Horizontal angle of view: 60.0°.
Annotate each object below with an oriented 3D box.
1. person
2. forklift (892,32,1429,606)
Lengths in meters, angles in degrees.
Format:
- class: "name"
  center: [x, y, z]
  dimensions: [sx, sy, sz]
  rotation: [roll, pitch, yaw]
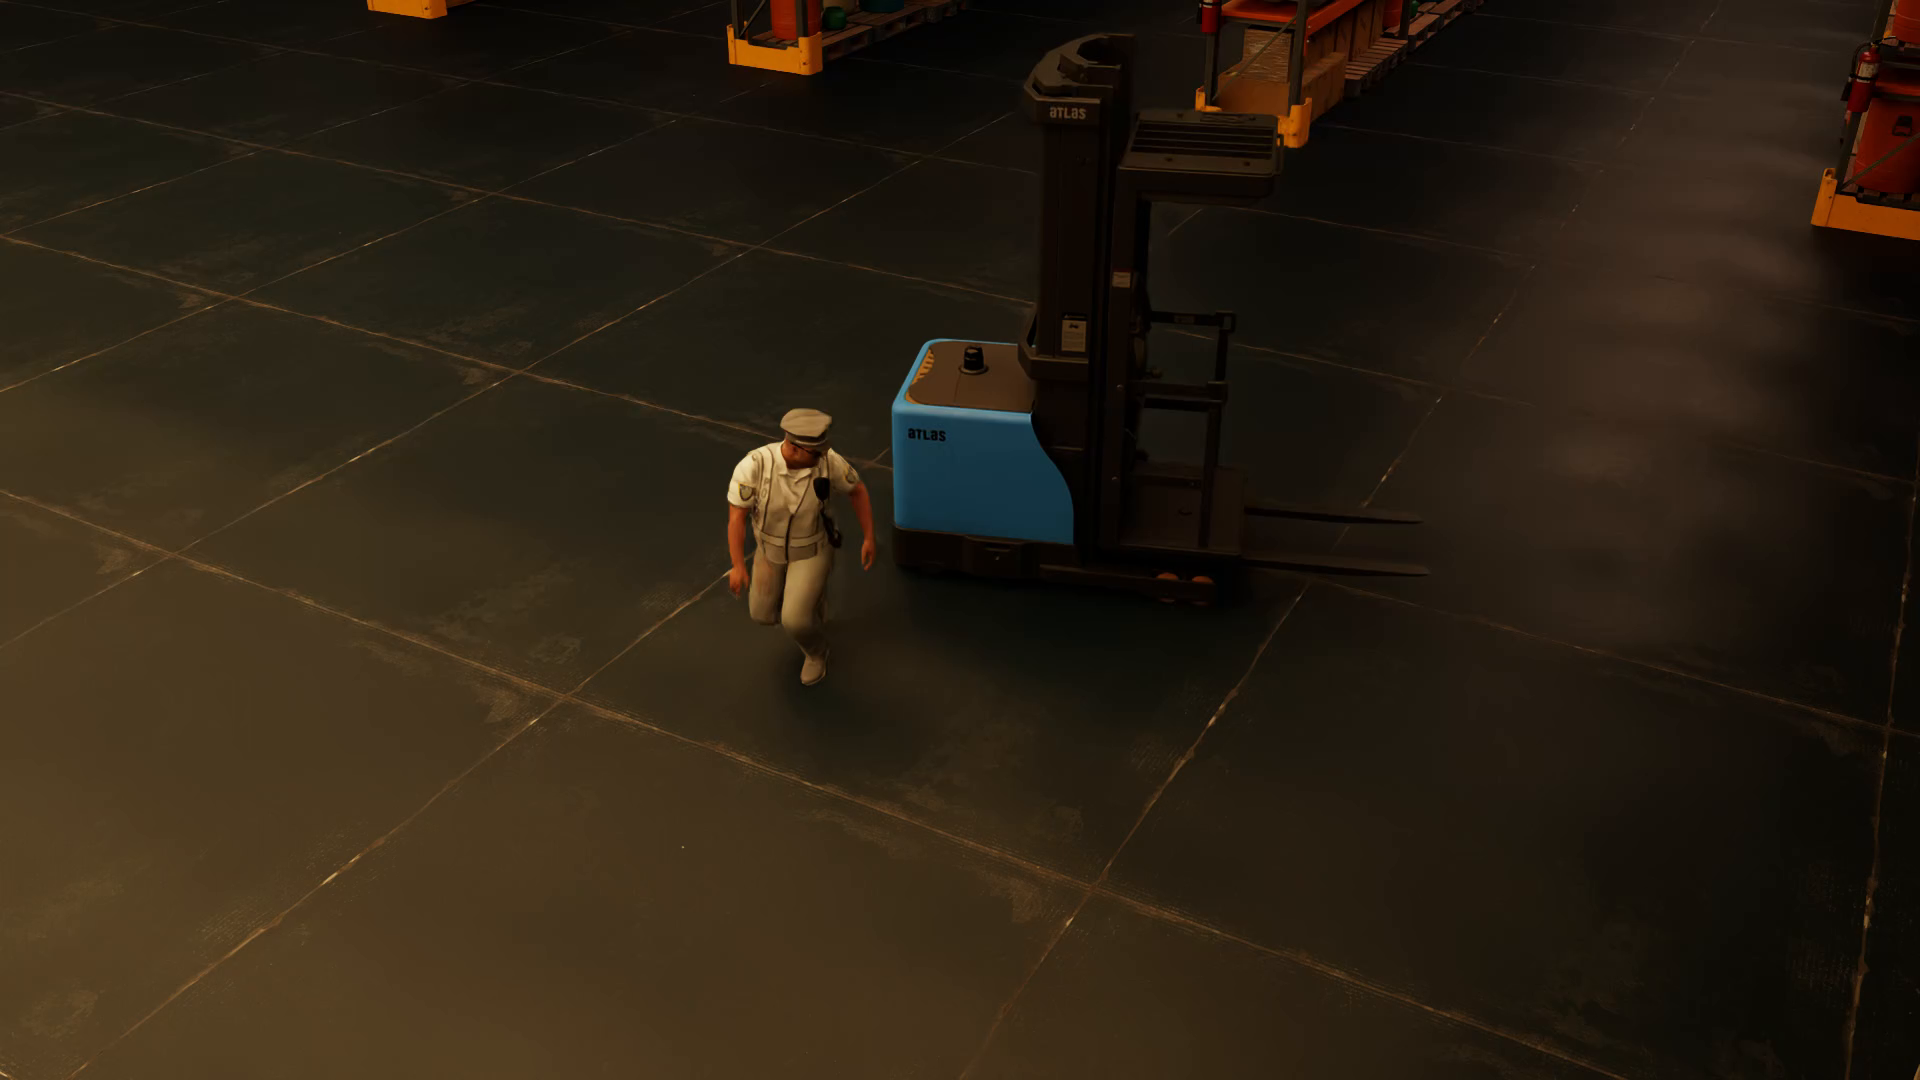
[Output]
- class: "person"
  center: [-0.776, -0.023, 8.551]
  dimensions: [0.698, 1.537, 0.722]
  rotation: [5, 30, 9]
- class: "forklift"
  center: [1.175, -1.187, 9.127]
  dimensions: [3.031, 2.935, 1.130]
  rotation: [5, 30, 9]
